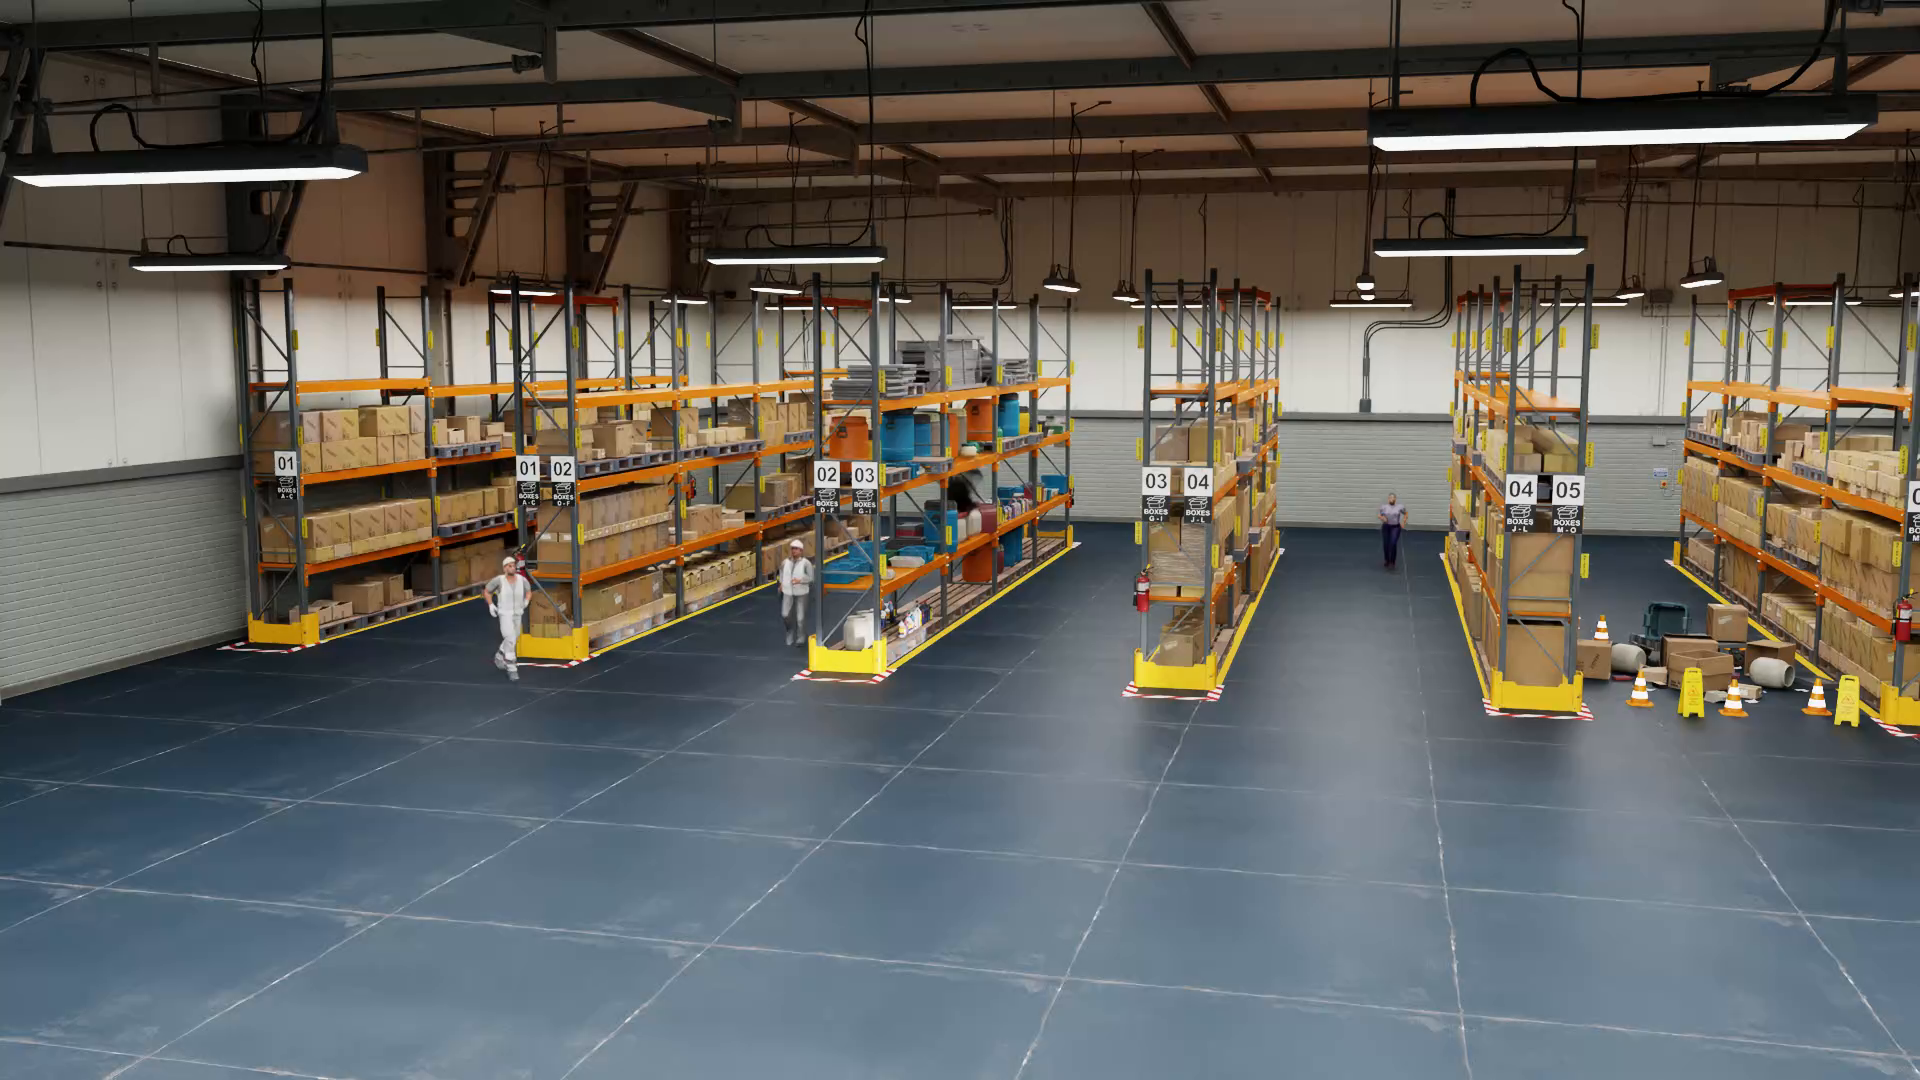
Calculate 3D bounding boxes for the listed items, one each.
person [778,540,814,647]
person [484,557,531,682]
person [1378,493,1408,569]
[{"bbox_3d":[-2.698,0.878,27.131,0.638,1.751,0.670,1,7,8],"label":"person"},{"bbox_3d":[-6.711,1.143,24.811,0.670,1.815,0.880,-6,9,-42],"label":"person"},{"bbox_3d":[9.507,-0.184,36.646,0.611,1.686,0.689,3,8,27],"label":"person"}]
